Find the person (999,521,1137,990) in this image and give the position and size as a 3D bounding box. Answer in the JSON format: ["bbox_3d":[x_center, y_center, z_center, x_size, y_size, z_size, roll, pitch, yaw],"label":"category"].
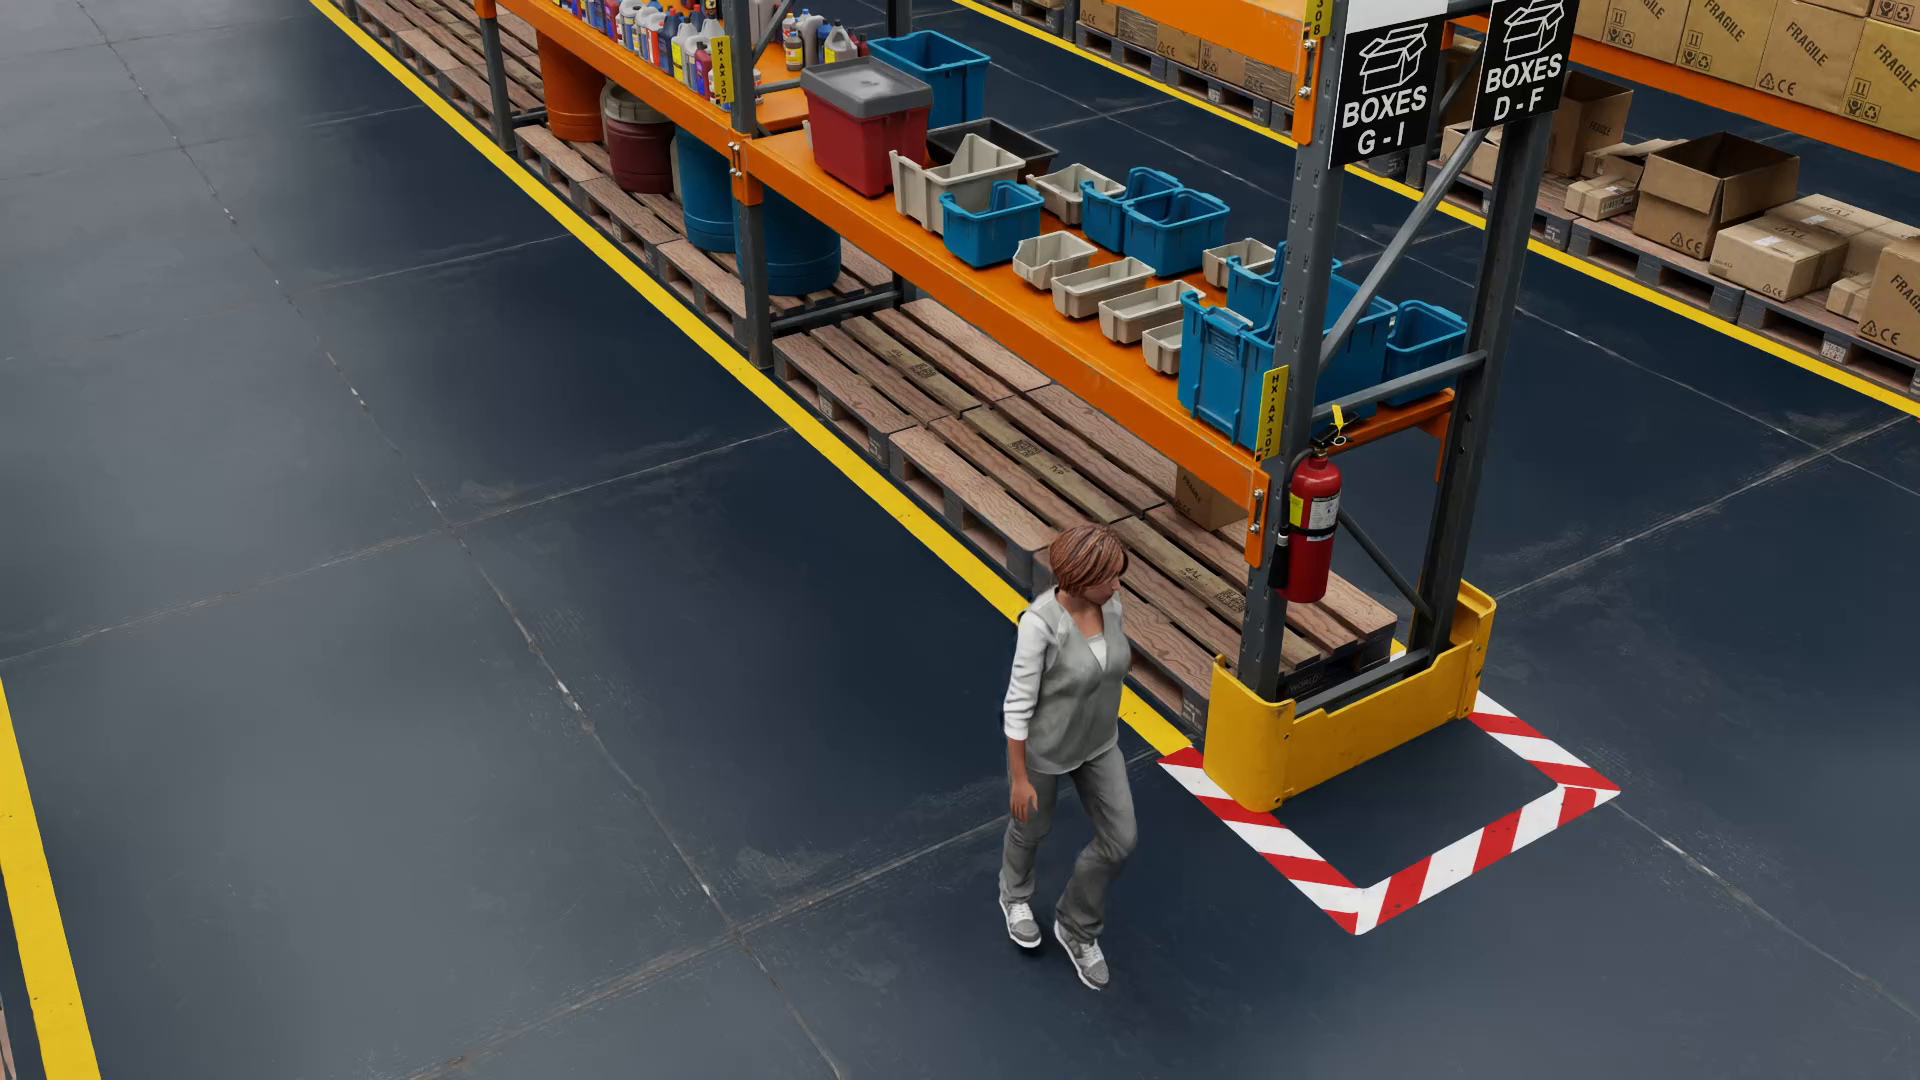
[{"bbox_3d":[0.322,0.680,5.122,0.482,1.606,0.507,-17,37,-24],"label":"person"}]
